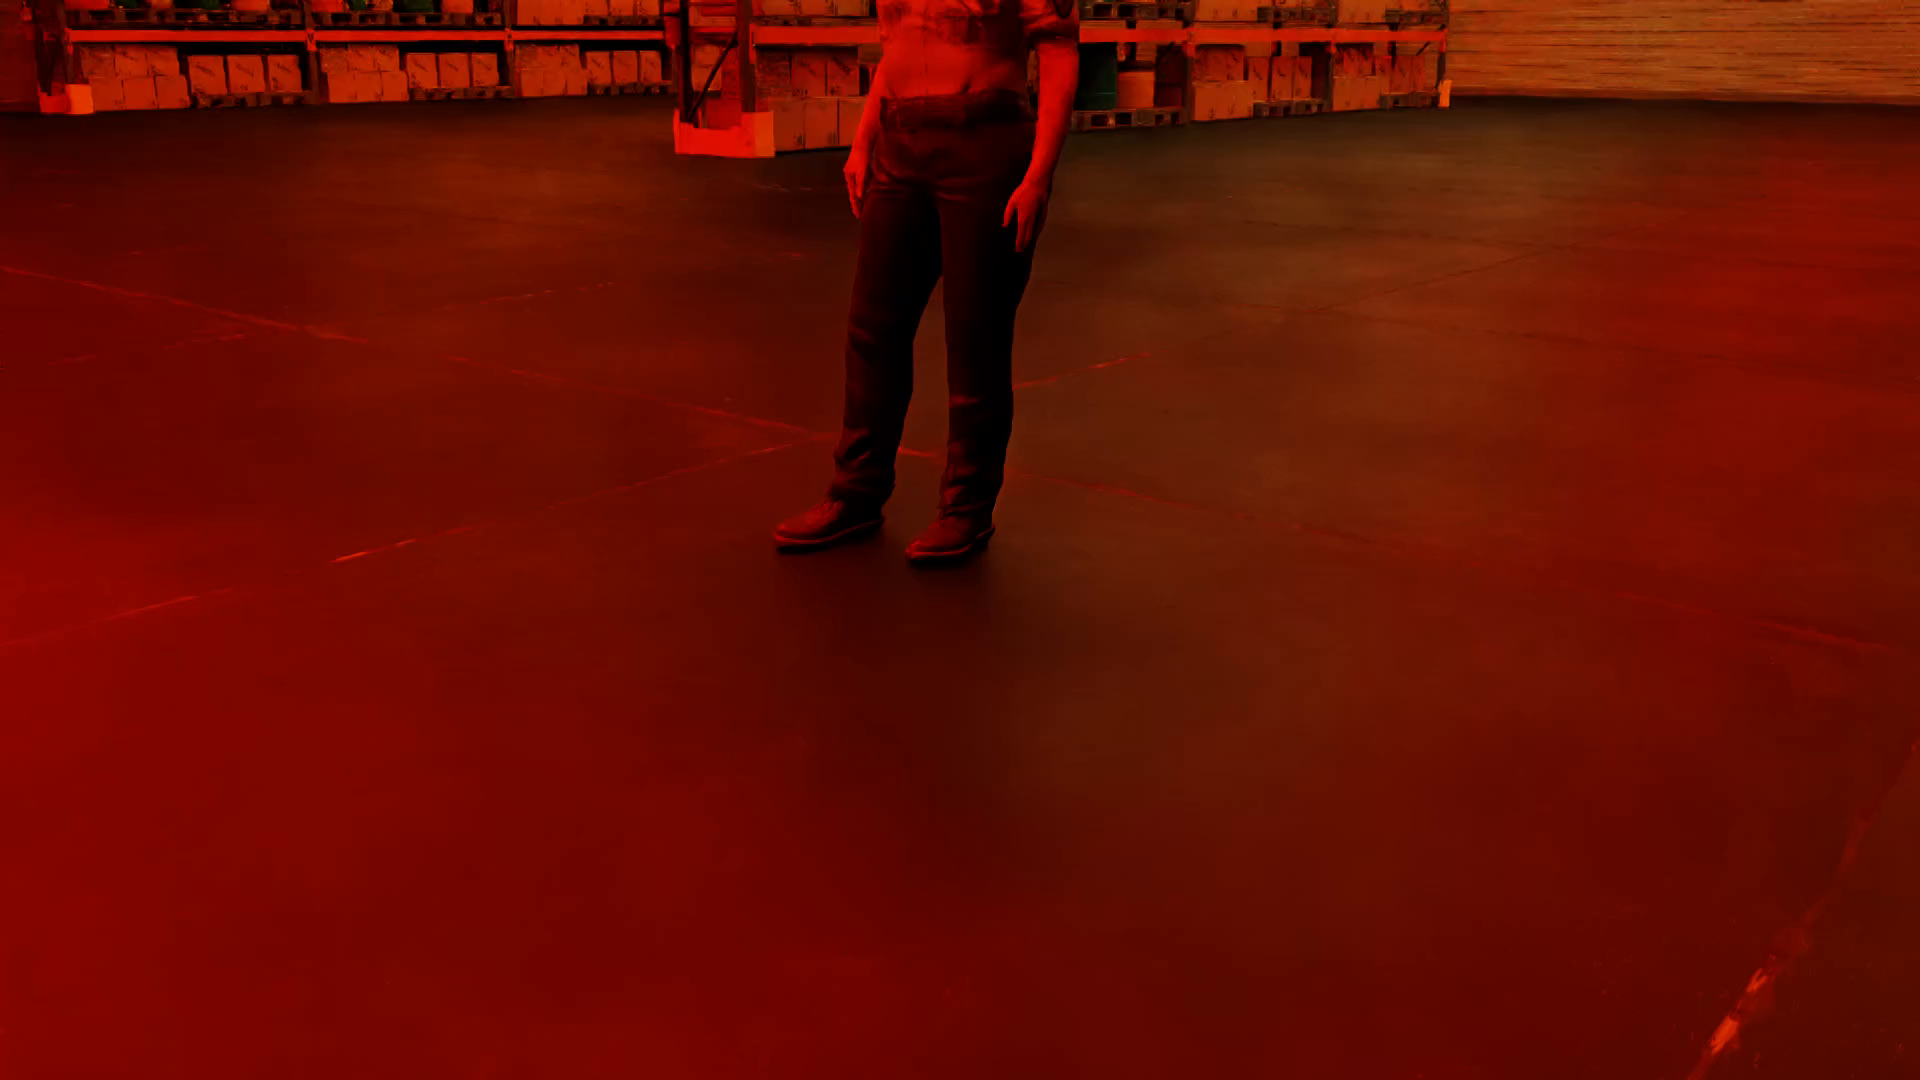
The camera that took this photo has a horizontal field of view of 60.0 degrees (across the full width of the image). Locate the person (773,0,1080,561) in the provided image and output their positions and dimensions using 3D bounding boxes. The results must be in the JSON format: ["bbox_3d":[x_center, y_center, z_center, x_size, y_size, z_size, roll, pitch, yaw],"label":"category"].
[{"bbox_3d":[-0.075,-0.779,3.648,0.599,1.650,0.502,13,21,37],"label":"person"}]
